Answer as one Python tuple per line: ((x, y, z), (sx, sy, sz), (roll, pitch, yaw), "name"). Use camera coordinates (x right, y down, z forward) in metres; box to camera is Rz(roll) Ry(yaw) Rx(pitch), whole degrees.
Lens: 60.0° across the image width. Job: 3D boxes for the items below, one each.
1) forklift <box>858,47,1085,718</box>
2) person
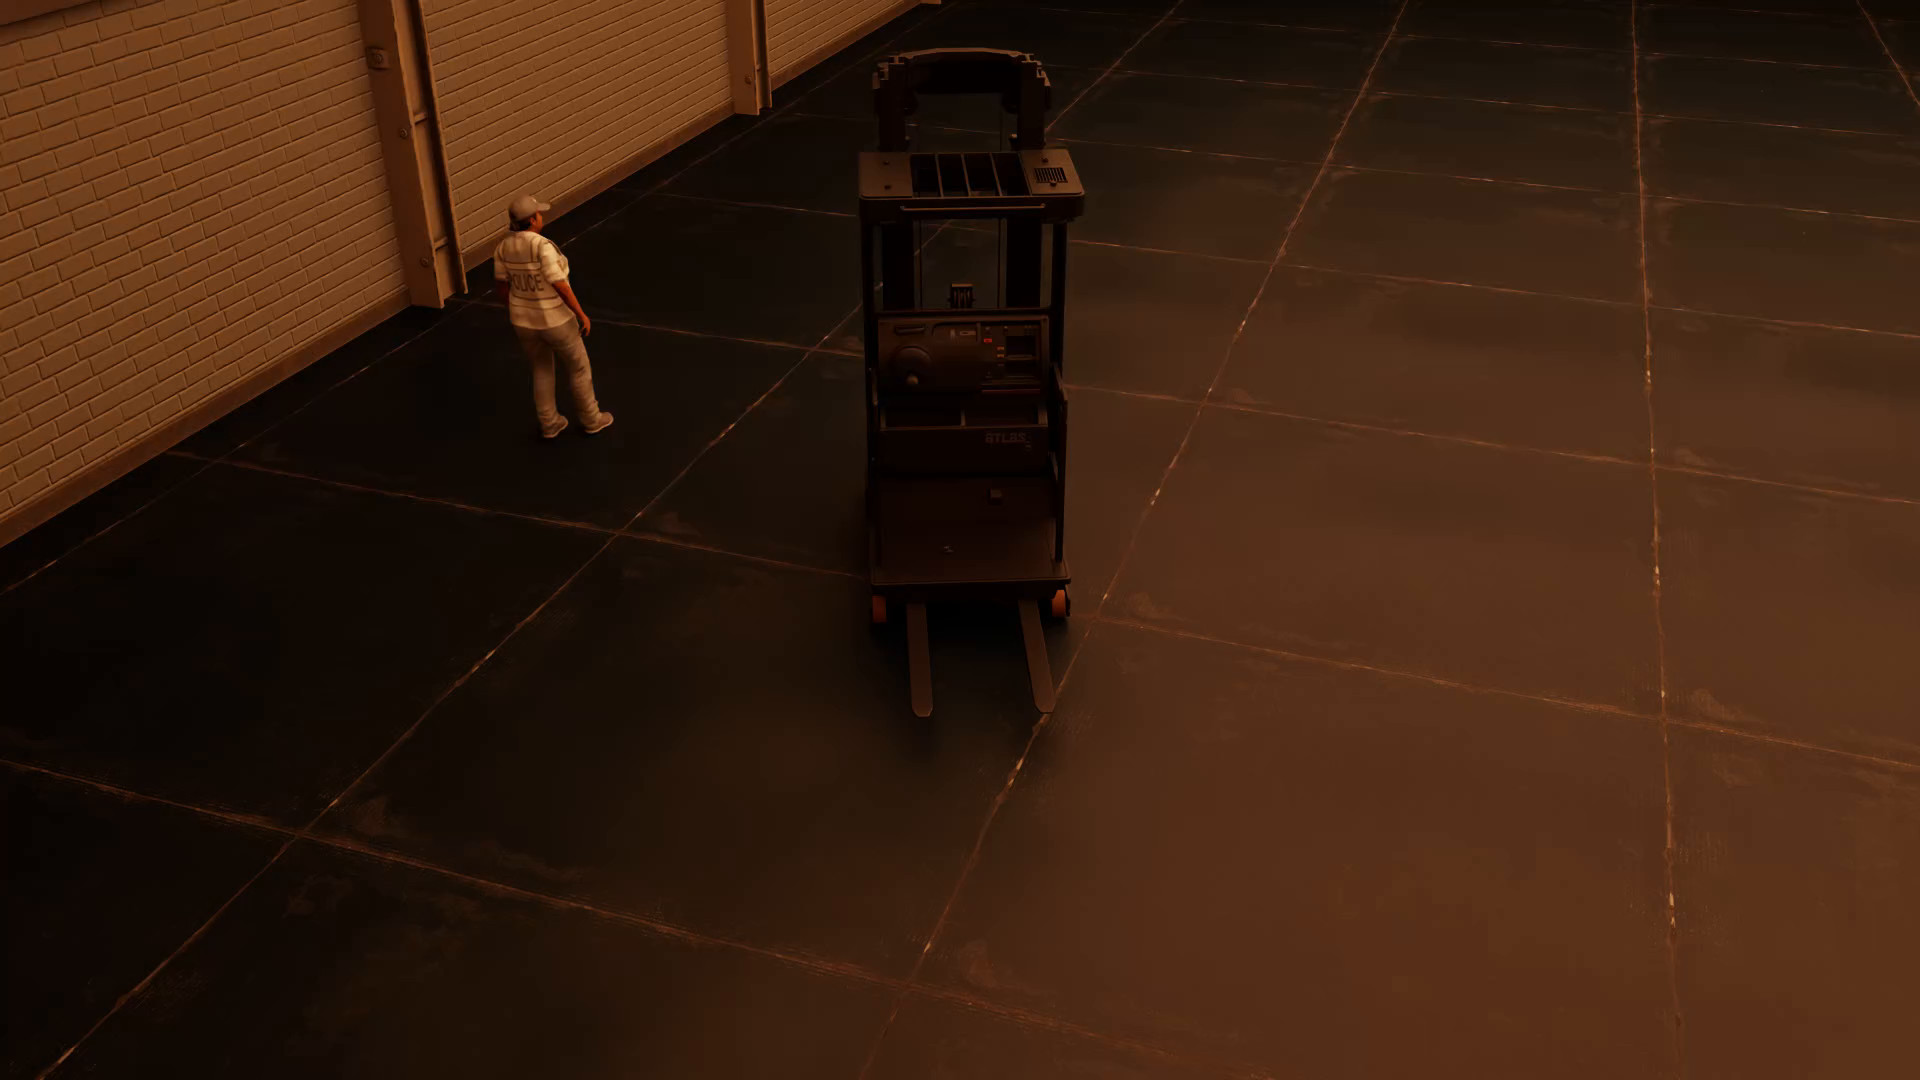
((0.035, -0.972, 8.842), (1.130, 2.935, 3.031), (-2, 30, -3), "forklift")
((-2.704, -1.483, 11.012), (0.601, 1.673, 0.530), (10, 31, 16), "person")
